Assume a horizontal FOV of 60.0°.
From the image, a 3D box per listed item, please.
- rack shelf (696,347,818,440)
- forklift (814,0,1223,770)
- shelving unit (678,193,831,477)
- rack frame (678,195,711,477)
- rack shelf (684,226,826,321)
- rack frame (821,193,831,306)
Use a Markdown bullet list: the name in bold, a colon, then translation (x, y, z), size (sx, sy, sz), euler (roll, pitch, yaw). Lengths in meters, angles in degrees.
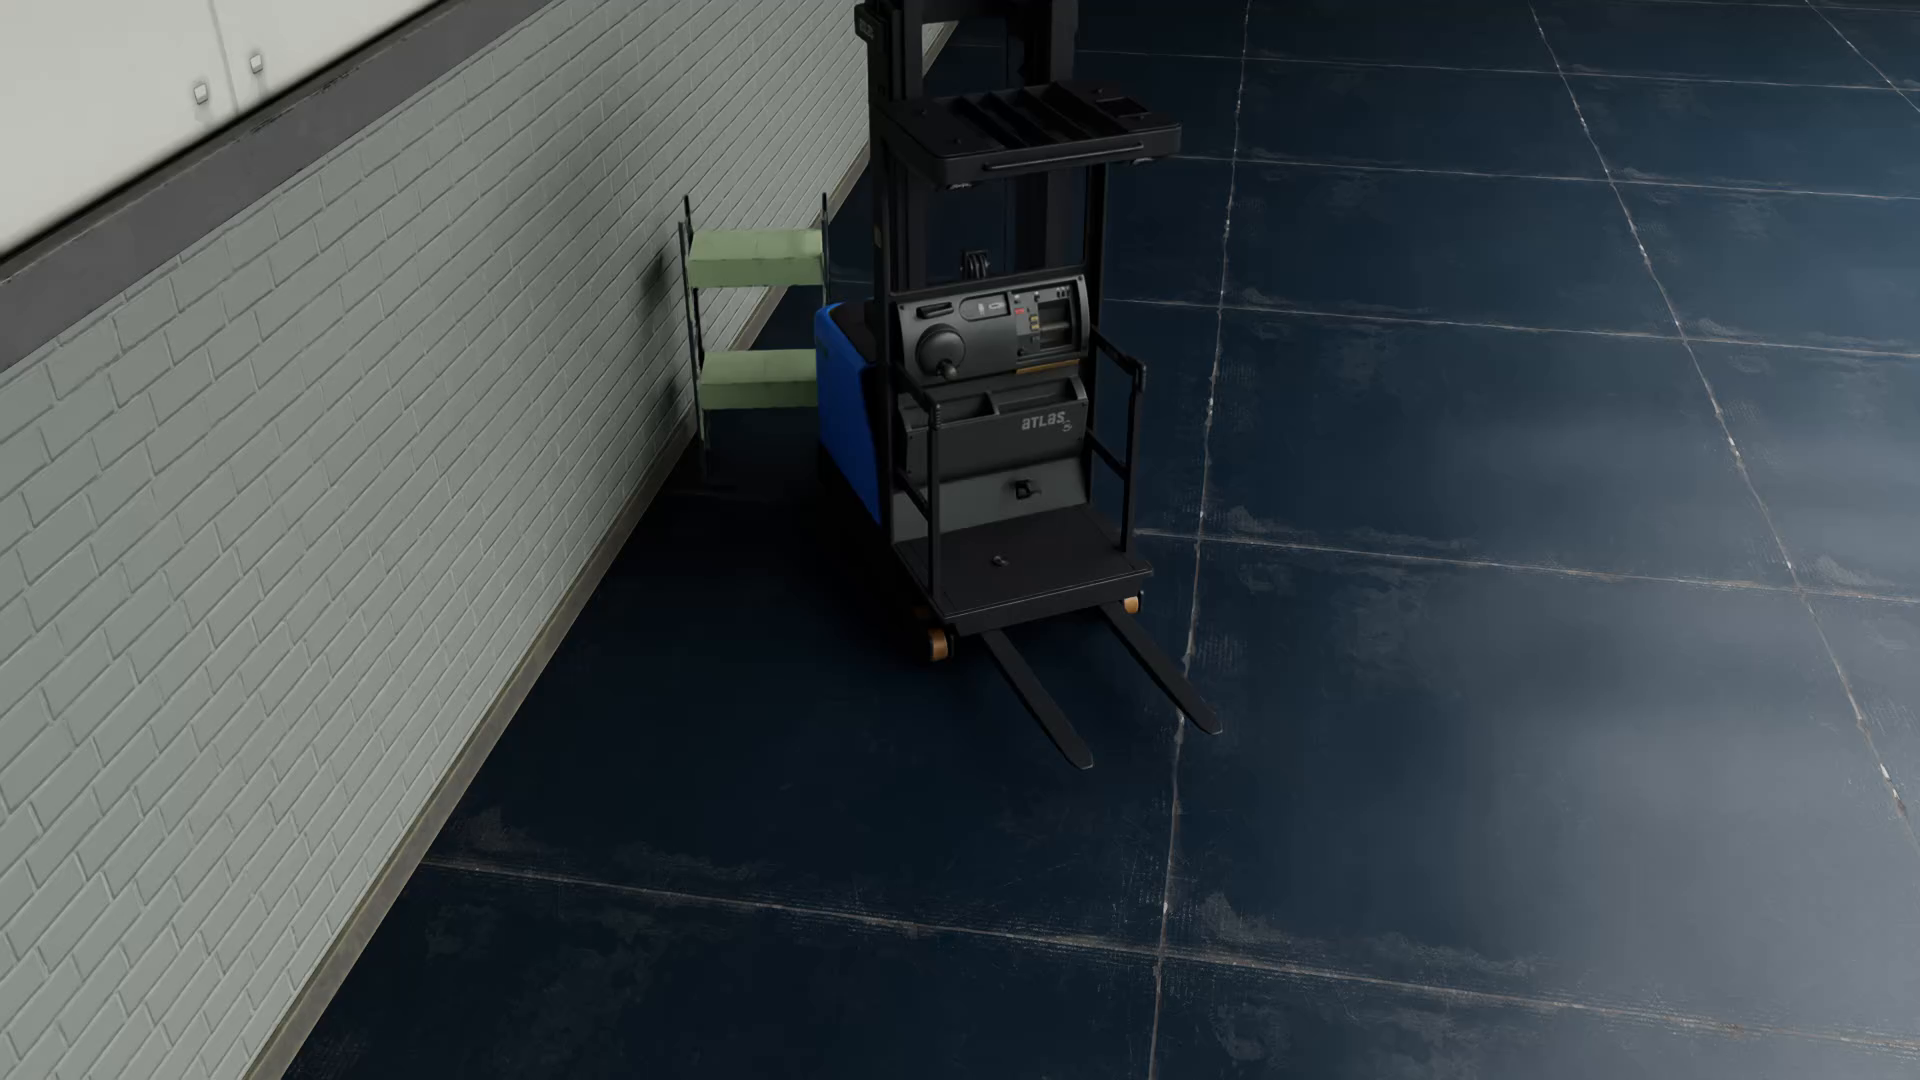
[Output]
- **rack shelf**: translation (-1.079, -0.828, 9.274), size (0.720, 0.370, 0.431), euler (-2, 32, -3)
- **forklift**: translation (0.241, -0.923, 7.463), size (1.130, 2.935, 3.031), euler (-12, 34, -18)
- **shelving unit**: translation (-1.079, -1.105, 9.101), size (0.755, 1.500, 0.431), euler (-2, 32, -3)
- **rack frame**: translation (-1.445, -1.094, 9.084), size (0.023, 1.500, 0.400), euler (-2, 32, -3)
- **rack shelf**: translation (-1.079, -1.435, 8.894), size (0.720, 0.370, 0.431), euler (-2, 32, -3)
- **rack frame**: translation (-0.714, -1.115, 9.118), size (0.023, 1.500, 0.400), euler (-2, 32, -3)
